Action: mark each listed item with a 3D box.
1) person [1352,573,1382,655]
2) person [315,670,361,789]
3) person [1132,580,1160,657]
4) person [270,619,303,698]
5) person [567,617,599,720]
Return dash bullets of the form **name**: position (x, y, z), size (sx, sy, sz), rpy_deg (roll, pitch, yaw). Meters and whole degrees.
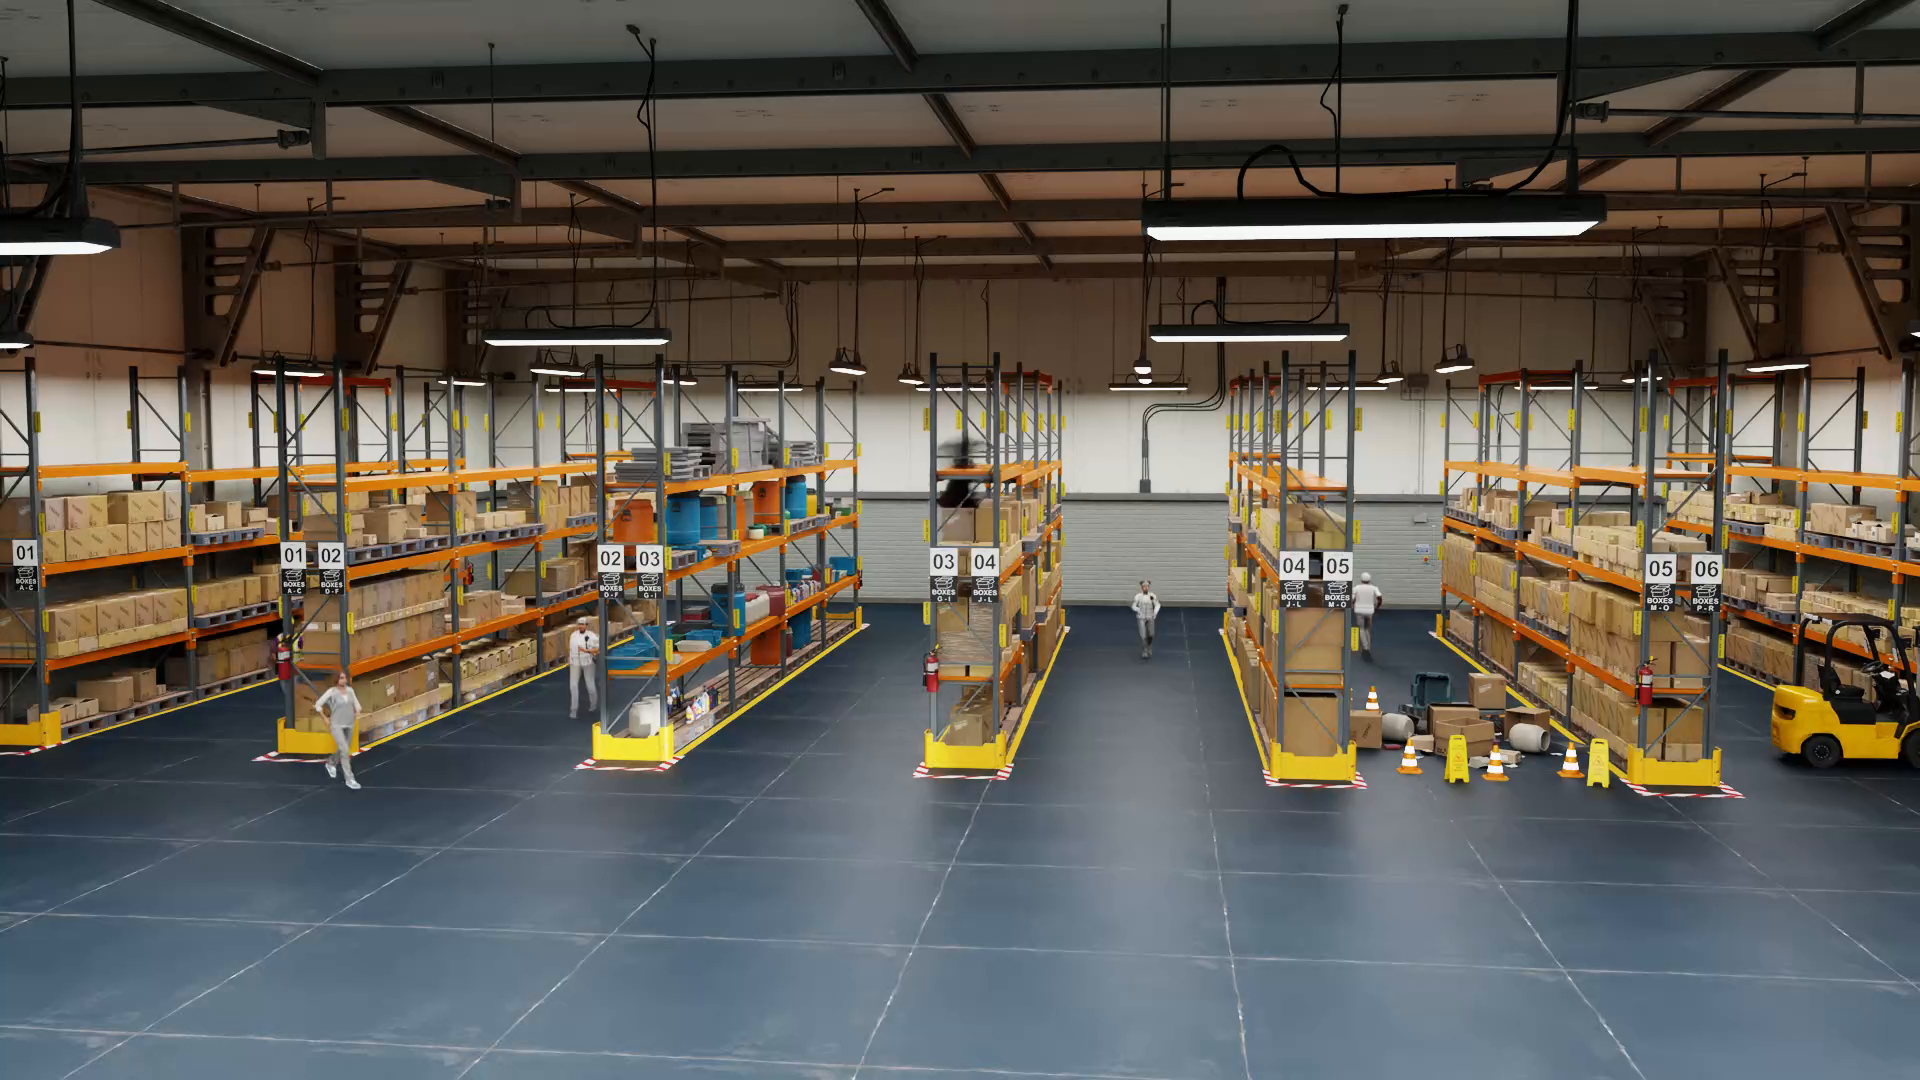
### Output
- **person**: position (8.655, 1.622, 35.555), size (0.685, 1.834, 0.745), rpy_deg (0, 4, 3)
- **person**: position (-8.510, 2.574, 22.793), size (0.885, 1.588, 0.507), rpy_deg (3, 5, 36)
- **person**: position (3.959, 1.671, 35.290), size (0.603, 1.655, 0.544), rpy_deg (0, 4, 2)
- **person**: position (-11.269, 2.157, 27.969), size (0.674, 1.721, 0.569), rpy_deg (0, 4, 1)
- **person**: position (-6.422, 2.159, 28.339), size (0.589, 1.706, 0.830), rpy_deg (0, 4, 1)
